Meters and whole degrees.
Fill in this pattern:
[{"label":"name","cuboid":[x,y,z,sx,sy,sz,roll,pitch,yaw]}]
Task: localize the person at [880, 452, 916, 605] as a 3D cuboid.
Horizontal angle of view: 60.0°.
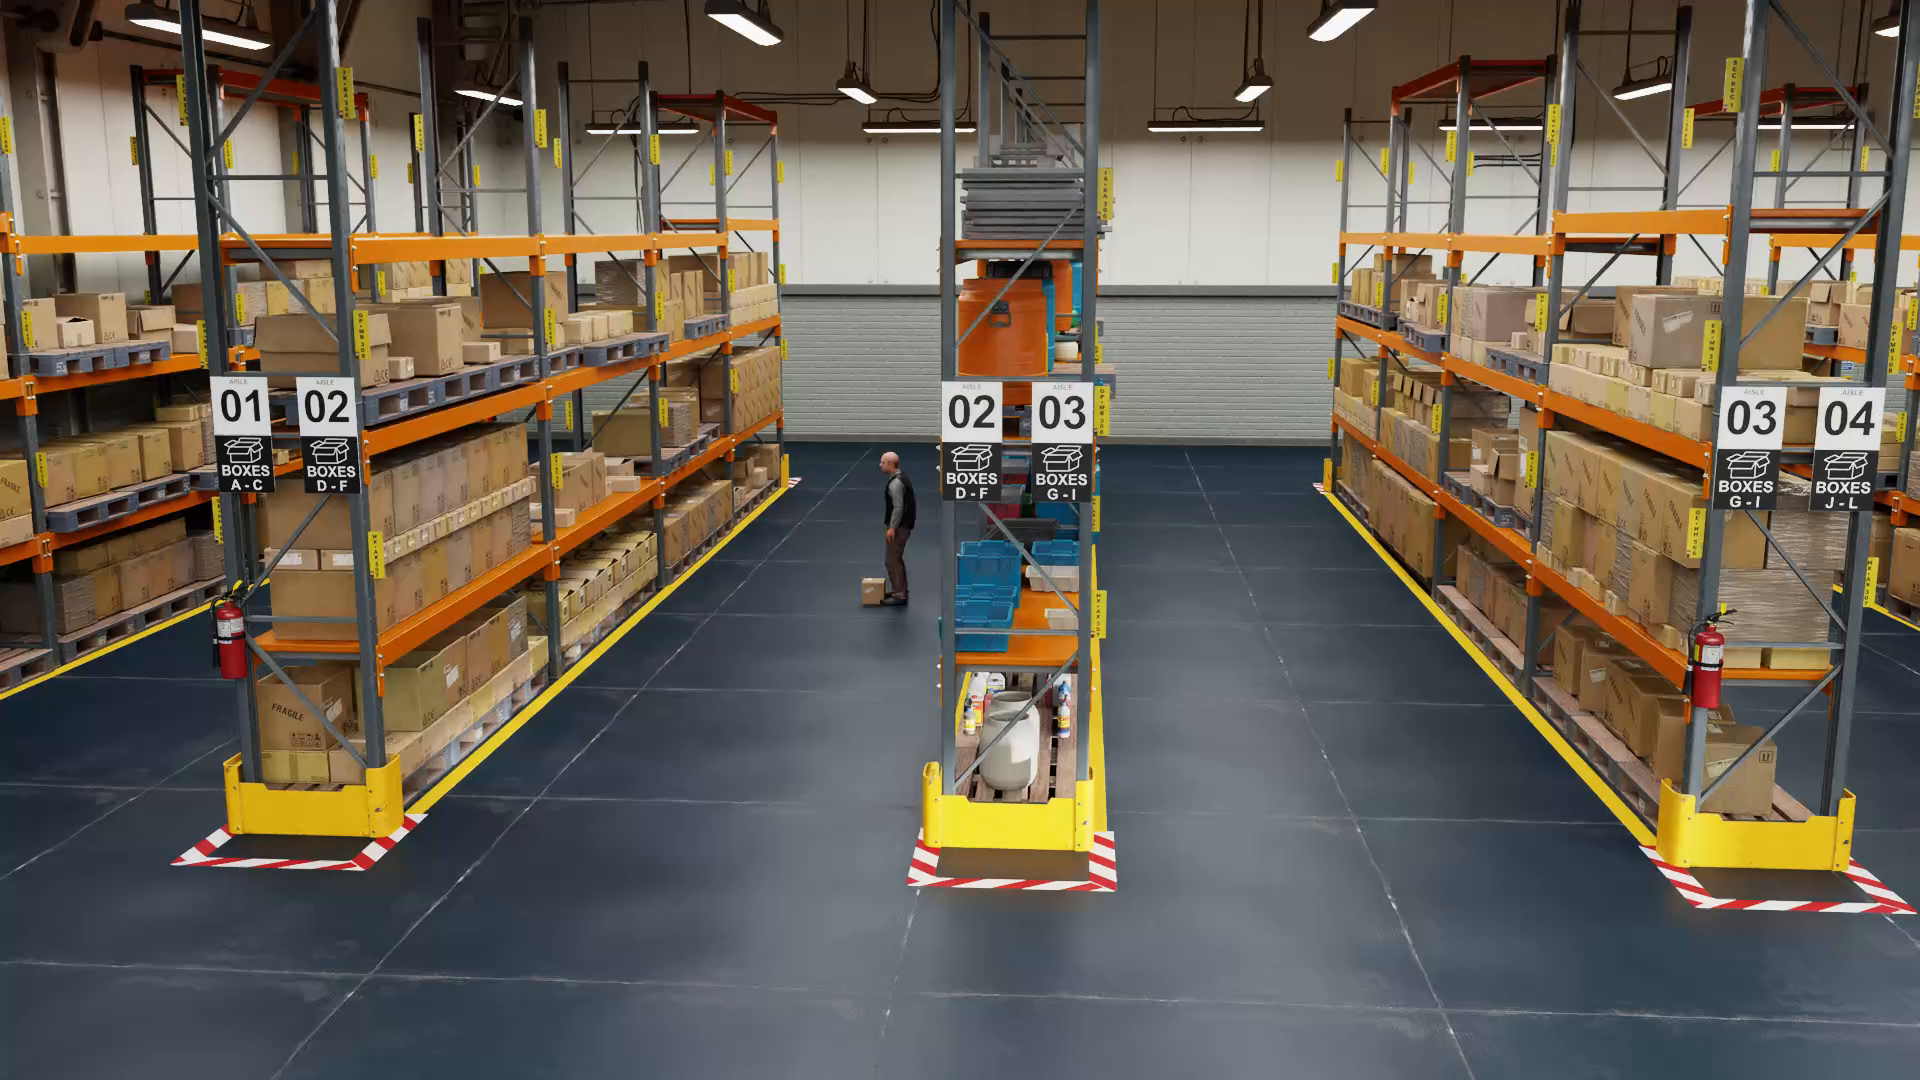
[{"label":"person","cuboid":[-0.699,-0.138,18.722,0.411,1.722,0.593,0,11,1]}]
